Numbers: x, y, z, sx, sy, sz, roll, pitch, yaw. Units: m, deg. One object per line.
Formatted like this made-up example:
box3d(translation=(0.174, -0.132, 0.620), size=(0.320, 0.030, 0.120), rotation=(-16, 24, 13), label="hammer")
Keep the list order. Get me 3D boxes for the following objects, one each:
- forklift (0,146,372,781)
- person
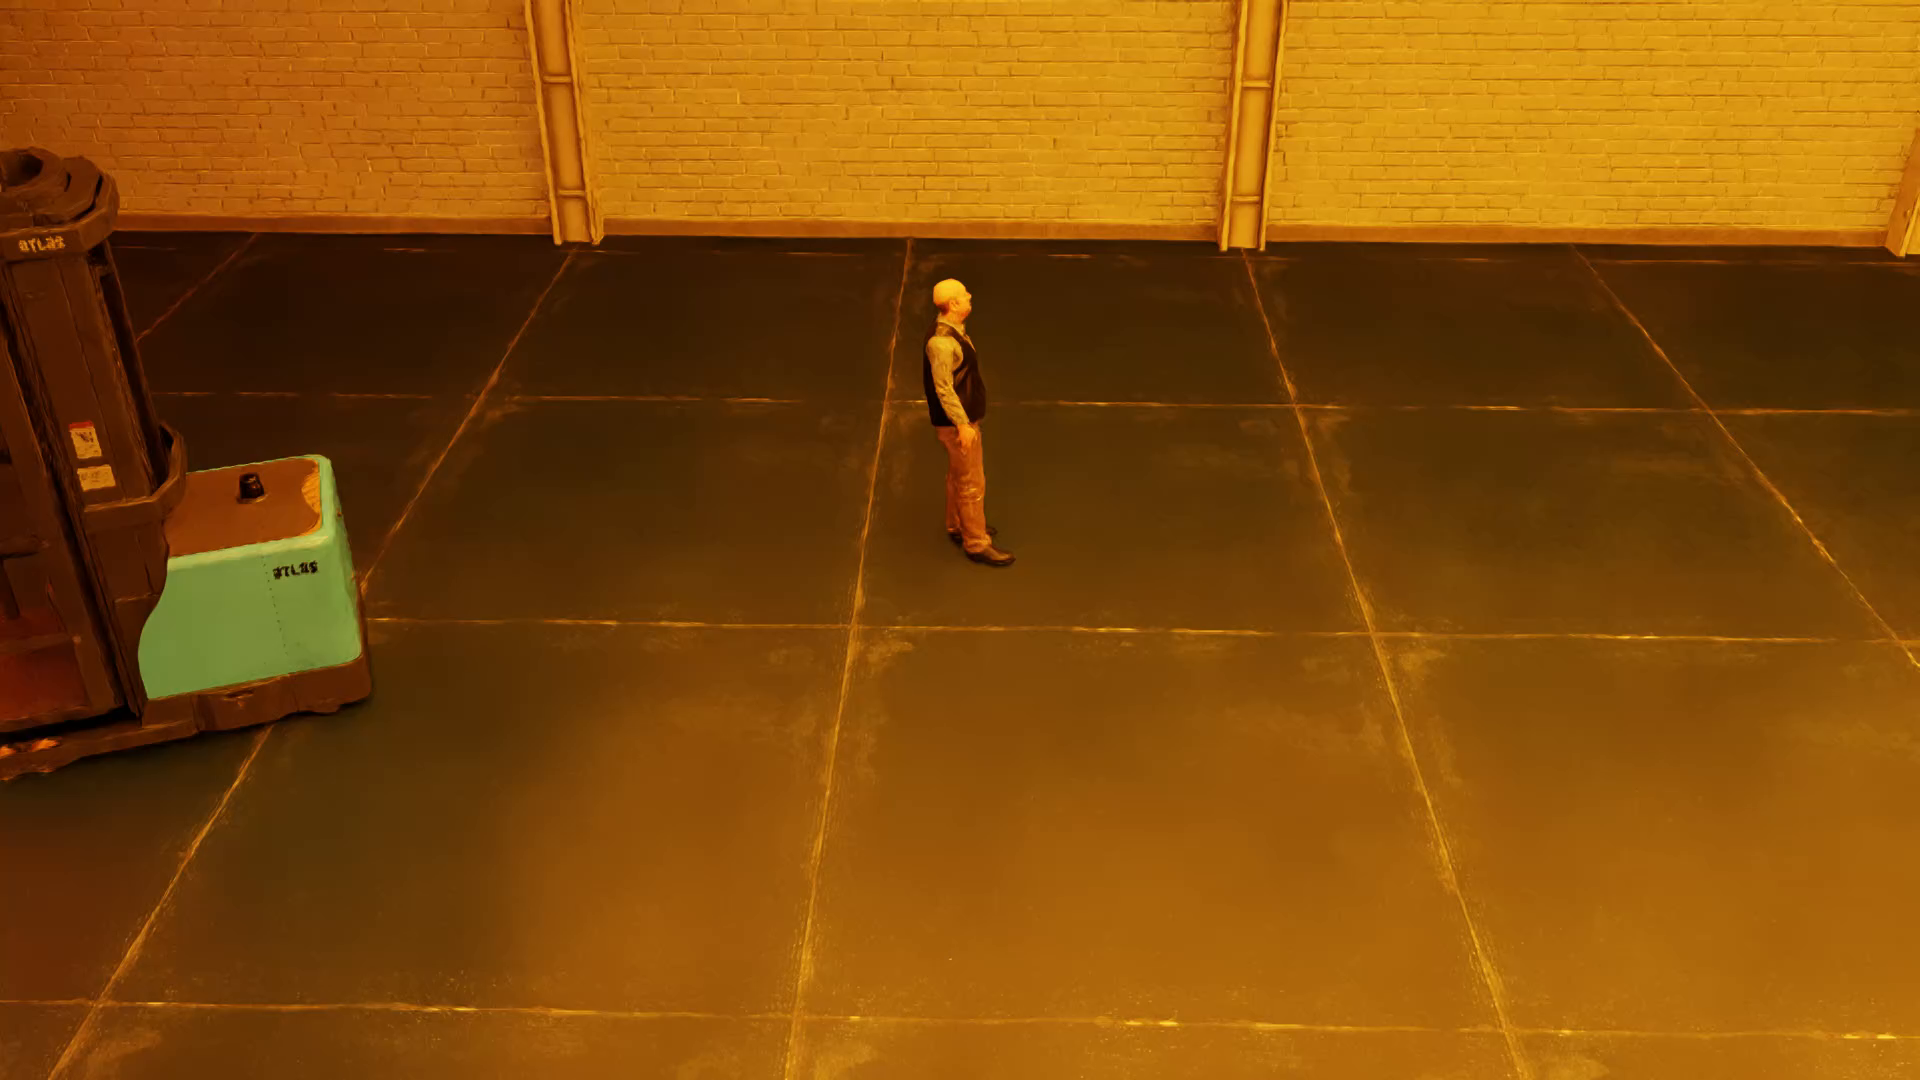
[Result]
box3d(translation=(-4.751, -0.346, 8.201), size=(3.031, 2.935, 1.130), rotation=(-10, 32, -17), label="forklift")
box3d(translation=(0.062, -0.743, 10.051), size=(0.567, 1.720, 0.632), rotation=(1, 31, 1), label="person")
